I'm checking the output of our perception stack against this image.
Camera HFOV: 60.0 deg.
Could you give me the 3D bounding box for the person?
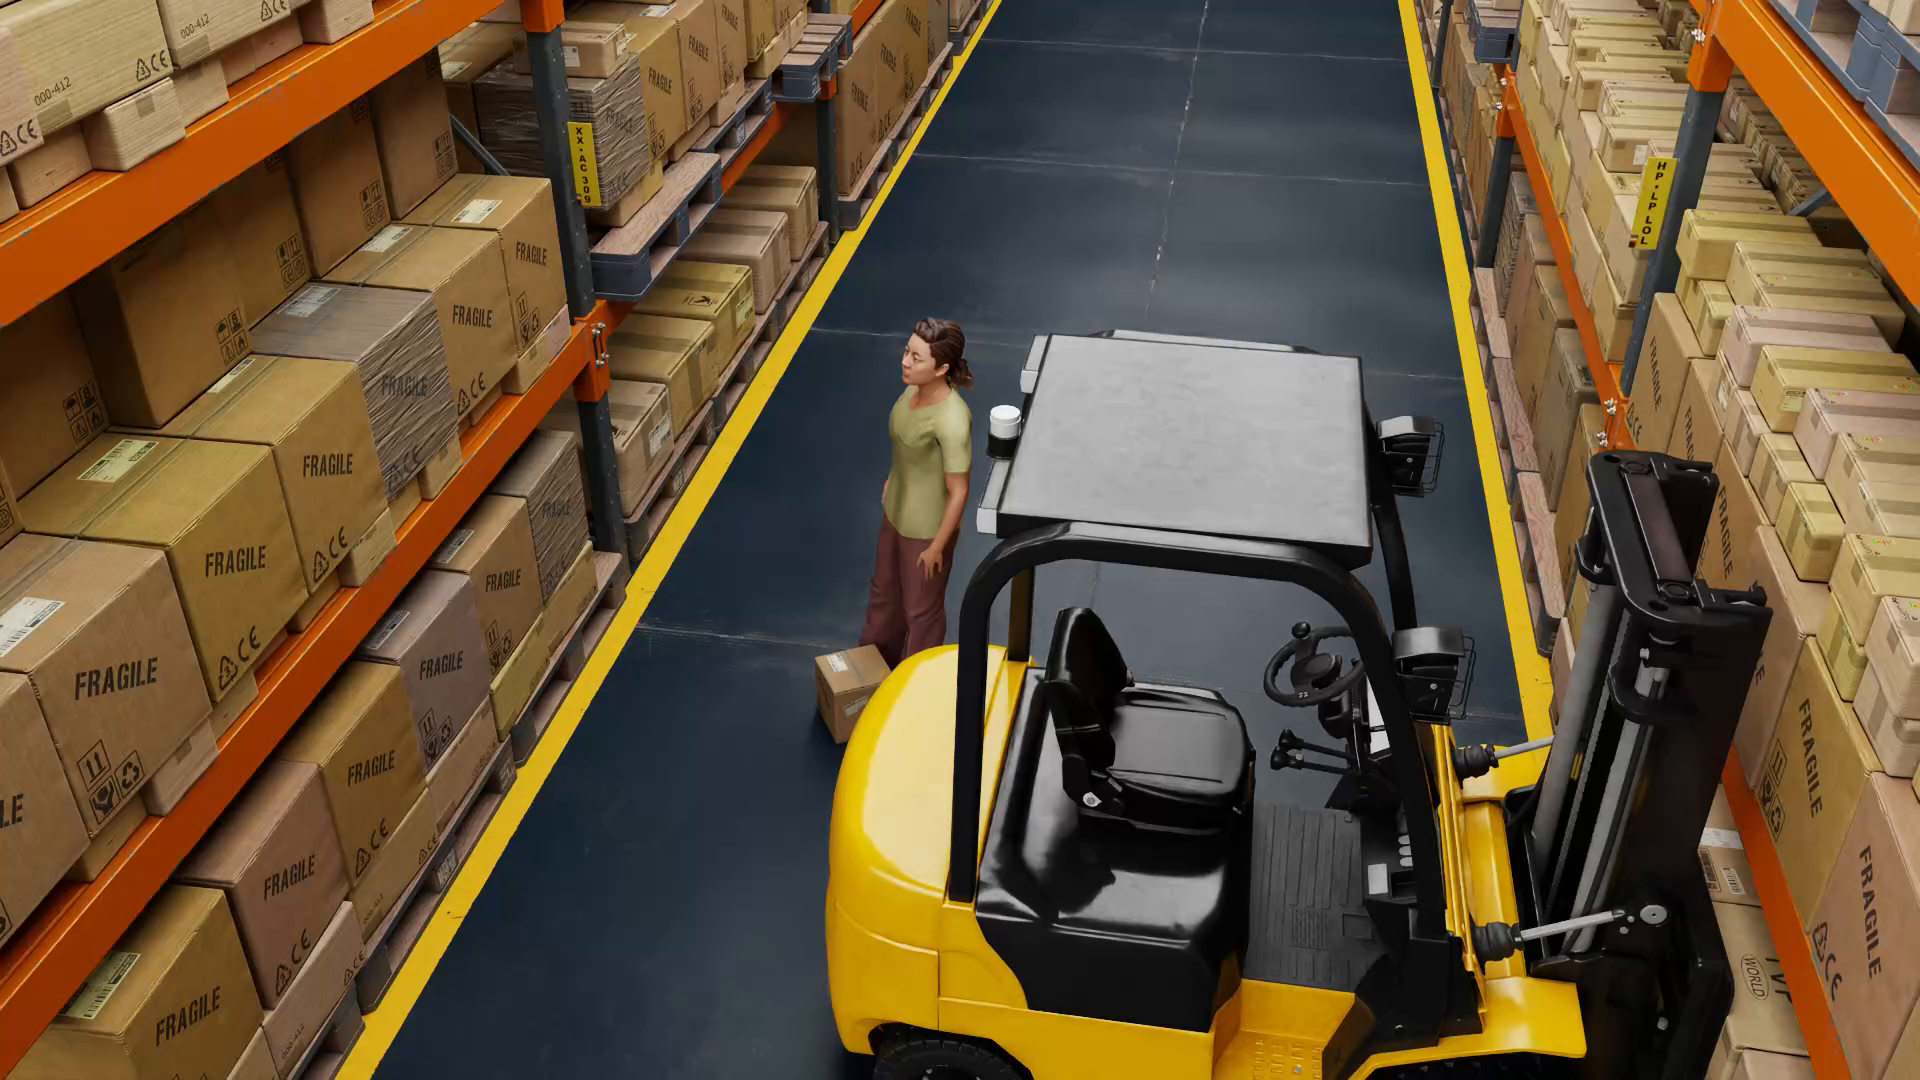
[{"bbox_3d":[-0.217,-0.064,6.221,0.548,1.673,0.553,-11,34,-16],"label":"person"}]
